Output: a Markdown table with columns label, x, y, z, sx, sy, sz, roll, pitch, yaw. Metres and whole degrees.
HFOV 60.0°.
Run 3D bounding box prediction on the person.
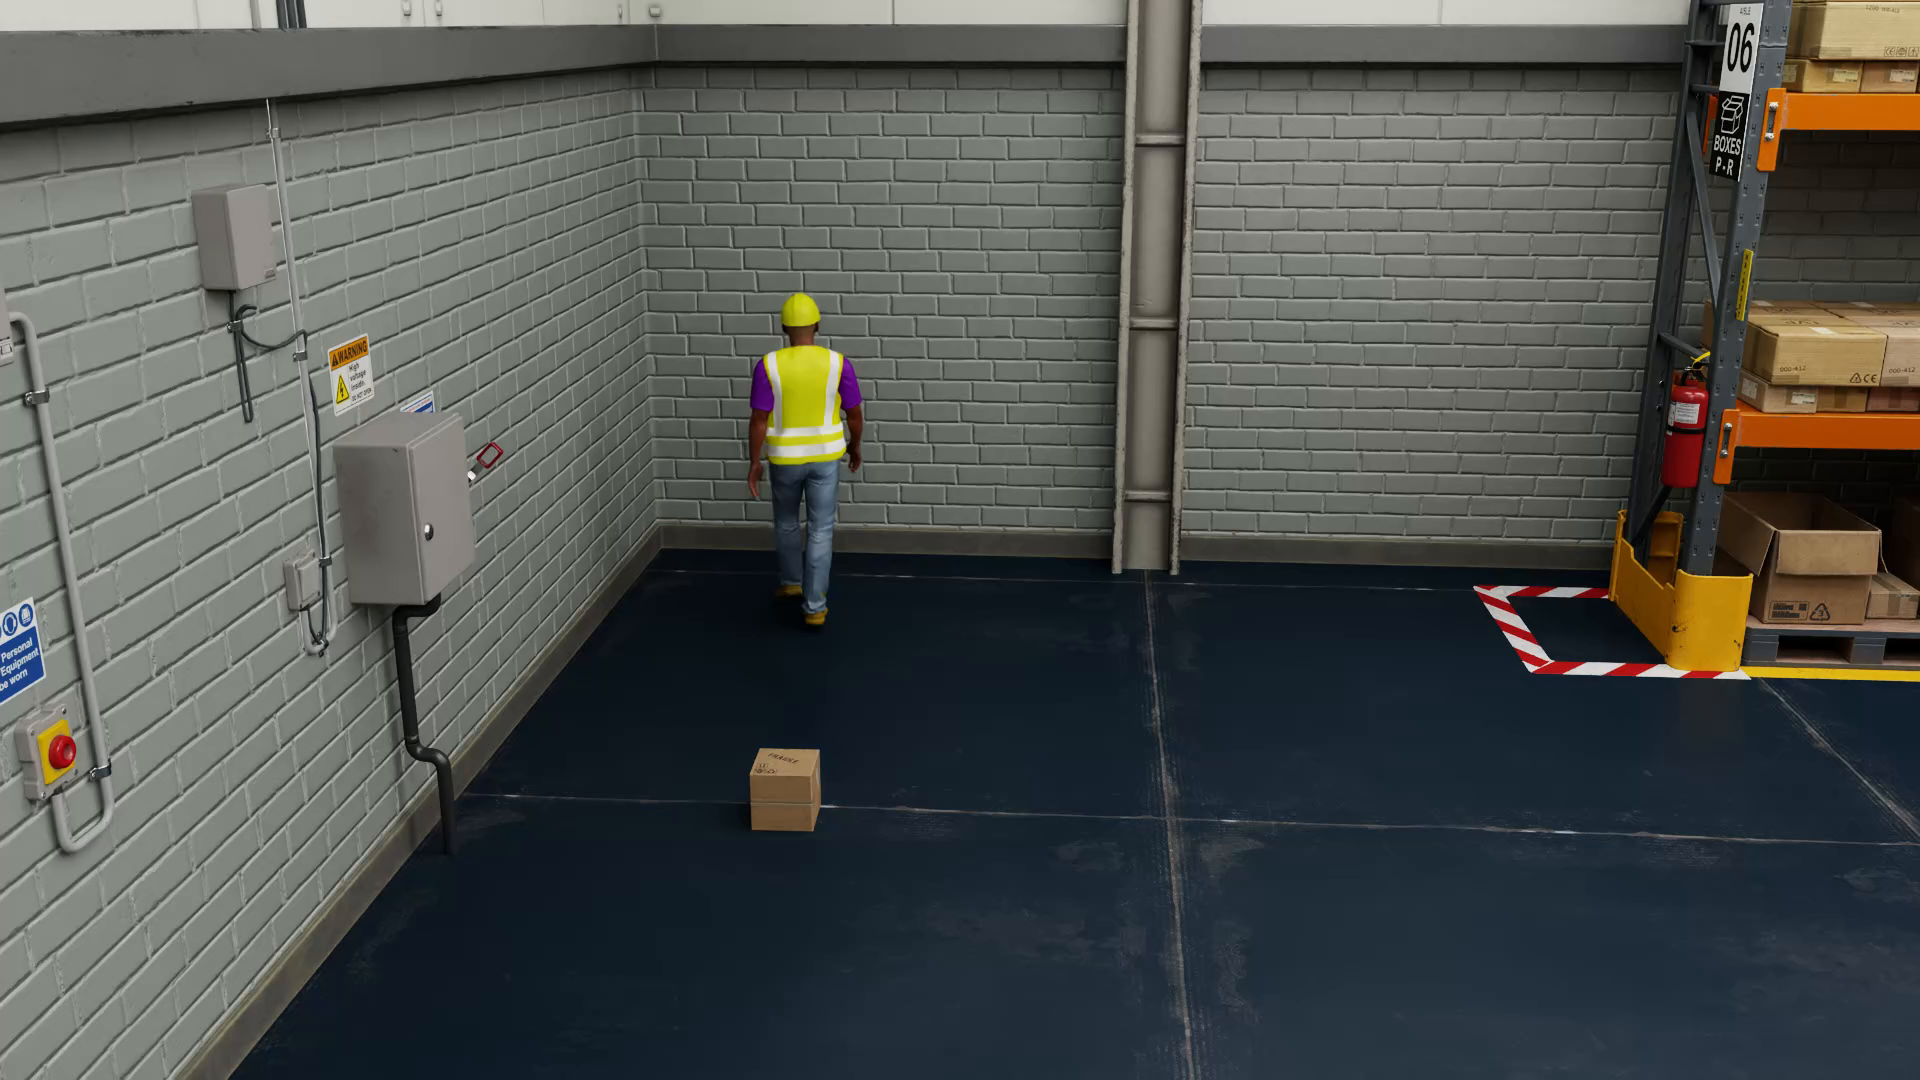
| label | x | y | z | sx | sy | sz | roll | pitch | yaw |
| --- | --- | --- | --- | --- | --- | --- | --- | --- | --- |
| person | -0.826 | -0.439 | 8.935 | 0.615 | 1.799 | 0.758 | -1 | 17 | -4 |
